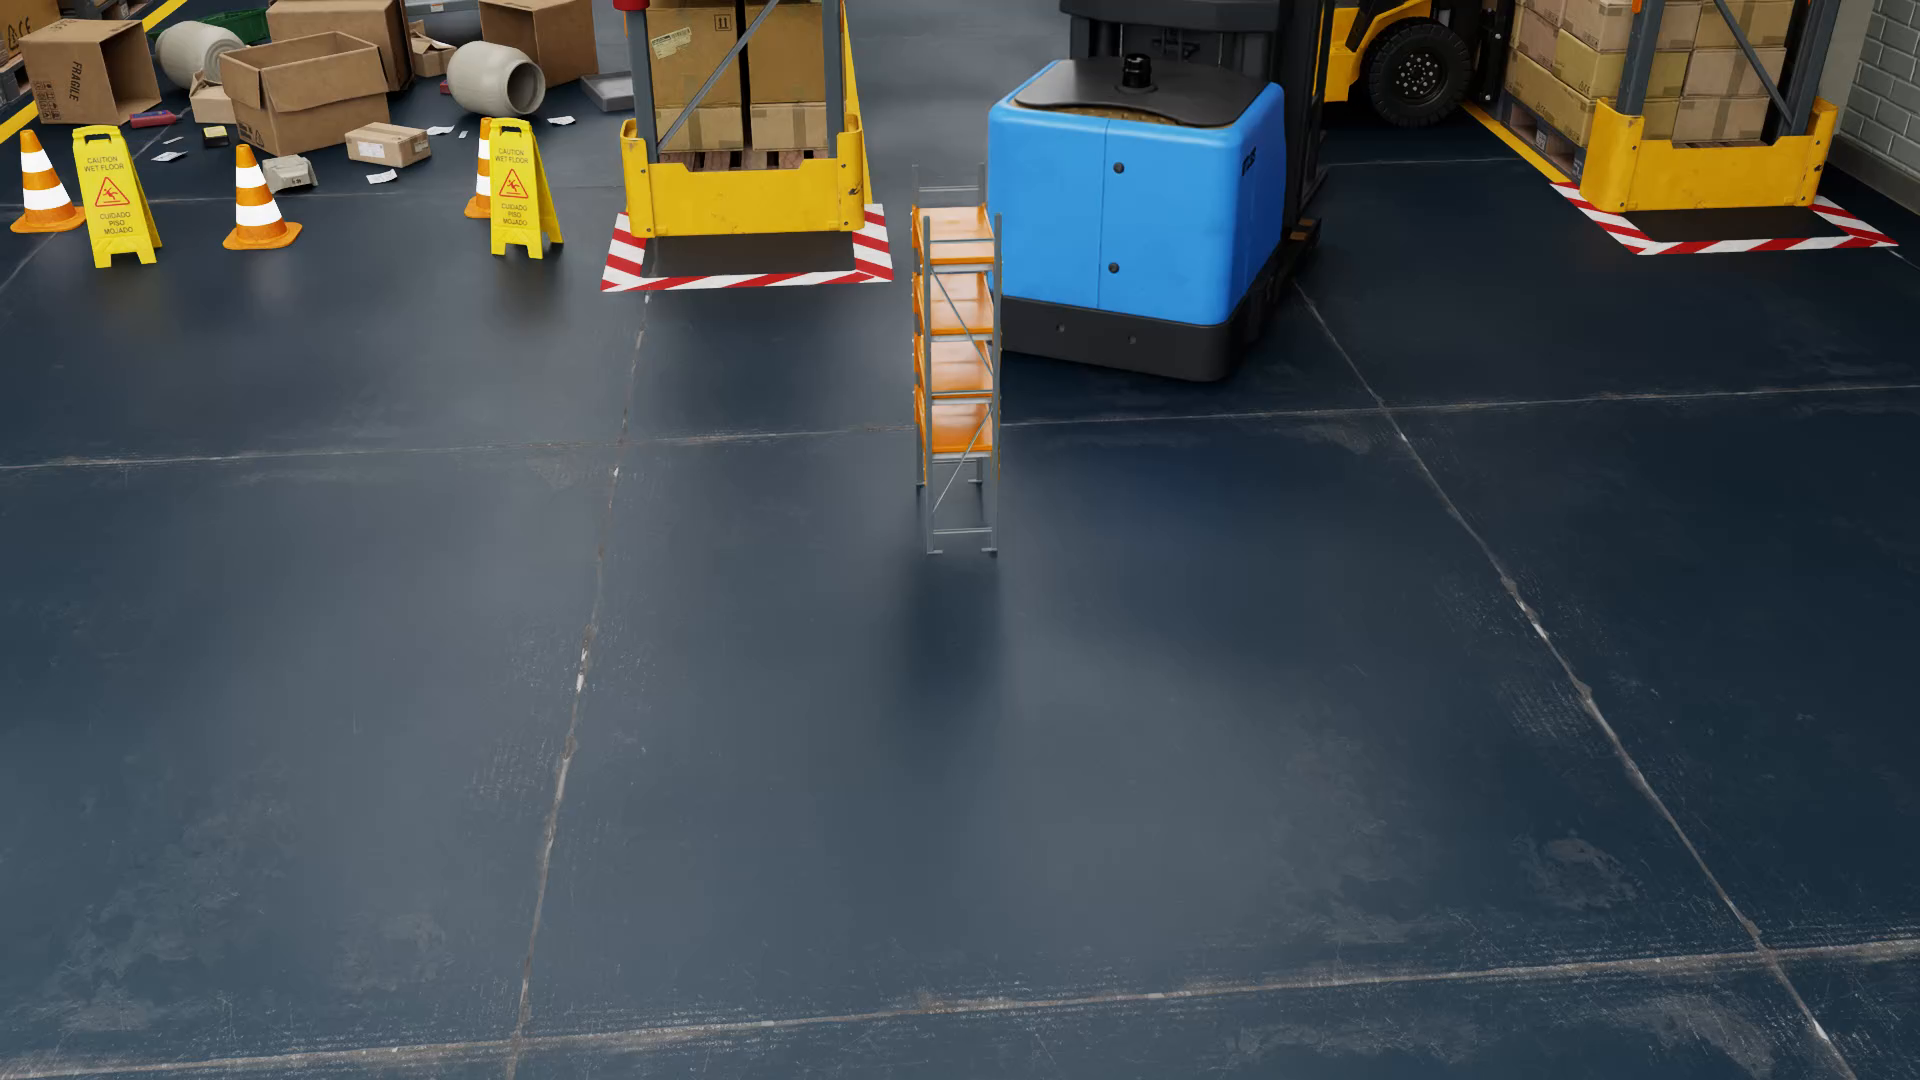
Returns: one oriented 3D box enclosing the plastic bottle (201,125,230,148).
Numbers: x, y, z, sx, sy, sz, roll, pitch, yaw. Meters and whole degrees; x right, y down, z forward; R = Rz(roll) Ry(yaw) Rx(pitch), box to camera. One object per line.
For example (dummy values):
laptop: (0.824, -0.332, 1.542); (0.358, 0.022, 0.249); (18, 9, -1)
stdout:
plastic bottle: (-4.304, -2.339, 9.606); (0.133, 0.061, 0.283); (-14, 33, -22)

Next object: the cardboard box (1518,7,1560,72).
cardboard box: (3.482, -2.808, 9.310); (0.500, 0.250, 0.500); (-3, 31, -5)

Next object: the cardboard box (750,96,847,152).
cardboard box: (-0.867, -2.289, 8.928); (0.500, 0.250, 0.500); (-3, 31, -5)

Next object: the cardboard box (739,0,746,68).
cardboard box: (-1.454, -2.848, 9.134); (0.500, 0.500, 0.500); (-2, 31, -3)

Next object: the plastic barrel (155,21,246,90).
plastic barrel: (-4.726, -3.005, 10.369); (0.512, 0.421, 0.421); (20, 36, 29)

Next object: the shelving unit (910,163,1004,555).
shelving unit: (-0.015, -0.600, 5.584); (0.258, 1.200, 0.503); (-3, 31, -5)

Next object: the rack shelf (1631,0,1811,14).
rack shelf: (3.688, -3.816, 9.914); (1.077, 0.370, 4.000); (-3, 31, -5)

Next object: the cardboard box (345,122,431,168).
cardboard box: (-3.201, -2.212, 9.308); (0.380, 0.149, 0.250); (13, 33, 21)

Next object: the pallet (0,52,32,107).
pallet: (-6.367, -3.028, 10.613); (1.003, 0.211, 1.213); (-3, 31, -5)

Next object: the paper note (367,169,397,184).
paper note: (-3.137, -1.976, 9.029); (0.148, 0.019, 0.142); (-14, 33, -22)

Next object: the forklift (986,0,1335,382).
forklift: (1.113, -2.635, 7.302); (1.130, 2.935, 3.031); (12, 33, 19)

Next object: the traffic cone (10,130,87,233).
traffic cone: (-4.622, -1.825, 8.354); (0.336, 0.463, 0.334); (-3, 31, -5)

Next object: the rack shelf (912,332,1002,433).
rack shelf: (-0.015, -0.542, 5.618); (0.258, 0.148, 0.480); (-3, 31, -5)

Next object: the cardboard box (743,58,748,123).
cardboard box: (-1.451, -2.528, 9.329); (0.500, 0.250, 0.500); (-3, 31, -4)

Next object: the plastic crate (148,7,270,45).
plastic crate: (-5.039, -3.409, 11.217); (0.450, 0.188, 0.662); (4, 30, 26)

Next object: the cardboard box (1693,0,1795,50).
cardboard box: (4.018, -2.787, 8.787); (0.500, 0.250, 0.500); (-3, 31, -5)

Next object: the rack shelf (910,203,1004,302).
rack shelf: (-0.016, -0.937, 5.382); (0.258, 0.148, 0.480); (-3, 31, -5)

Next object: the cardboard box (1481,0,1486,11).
cardboard box: (3.369, -3.326, 10.178); (0.500, 0.250, 0.500); (-3, 31, -5)

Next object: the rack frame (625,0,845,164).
rack frame: (-1.067, -2.864, 7.619); (1.000, 3.000, 0.127); (-3, 31, -5)

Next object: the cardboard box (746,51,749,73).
cardboard box: (-1.541, -3.049, 10.201); (0.500, 0.250, 0.500); (-3, 31, -5)

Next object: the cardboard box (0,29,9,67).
cardboard box: (-6.283, -3.101, 9.678); (0.875, 0.875, 0.875); (-3, 31, -4)

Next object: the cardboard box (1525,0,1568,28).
cardboard box: (3.467, -3.013, 9.166); (0.500, 0.250, 0.500); (-2, 31, -4)

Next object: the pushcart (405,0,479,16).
pushcart: (-3.706, -3.645, 11.485); (1.648, 0.377, 0.936); (-14, 33, -22)

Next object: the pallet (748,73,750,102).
pallet: (-1.226, -2.743, 10.137); (1.003, 0.211, 1.213); (-3, 31, -5)

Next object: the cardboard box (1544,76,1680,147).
cardboard box: (3.516, -2.328, 8.994); (0.500, 0.250, 0.500); (-3, 31, -4)

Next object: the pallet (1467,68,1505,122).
pallet: (3.651, -2.916, 10.426); (1.003, 0.211, 1.213); (-3, 31, -5)

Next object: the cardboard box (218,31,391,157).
cardboard box: (-3.752, -2.567, 9.557); (0.637, 0.503, 0.797); (27, 40, 37)

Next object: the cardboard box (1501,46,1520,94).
cardboard box: (3.441, -2.838, 9.848); (0.500, 0.250, 0.500); (-2, 31, -4)

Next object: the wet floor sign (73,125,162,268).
wet floor sign: (-4.012, -1.644, 7.873); (0.267, 0.644, 0.232); (-8, 32, -13)

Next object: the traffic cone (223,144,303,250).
traffic cone: (-3.465, -1.705, 8.154); (0.336, 0.463, 0.334); (-3, 31, -5)

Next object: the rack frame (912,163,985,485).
rack frame: (-0.038, -0.724, 5.792); (0.240, 1.200, 0.015); (-3, 31, -5)

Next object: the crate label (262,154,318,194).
crate label: (-3.600, -1.964, 8.904); (0.250, 0.136, 0.298); (-20, 36, -30)

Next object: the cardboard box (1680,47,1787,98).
cardboard box: (4.037, -2.568, 8.908); (0.500, 0.250, 0.500); (-2, 31, -4)

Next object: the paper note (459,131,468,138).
paper note: (-2.899, -2.368, 9.704); (0.032, 0.001, 0.123); (-3, 31, -5)

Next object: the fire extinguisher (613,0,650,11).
fire extinguisher: (-1.515, -2.750, 7.504); (0.296, 0.674, 0.183); (-3, 31, -5)

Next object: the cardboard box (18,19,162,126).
cardboard box: (-5.193, -2.802, 9.950); (0.500, 0.500, 0.500); (2, 31, 4)

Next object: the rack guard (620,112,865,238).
rack guard: (-1.074, -1.829, 8.325); (1.175, 0.500, 0.348); (-3, 31, -5)

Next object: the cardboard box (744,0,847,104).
cardboard box: (-0.870, -2.623, 8.756); (0.500, 0.500, 0.500); (-4, 31, -6)

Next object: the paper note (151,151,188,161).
paper note: (-4.438, -2.160, 9.338); (0.144, 0.017, 0.142); (8, 32, 13)

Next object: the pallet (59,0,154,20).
pallet: (-6.507, -3.810, 11.923); (1.003, 0.211, 1.213); (-3, 31, -5)

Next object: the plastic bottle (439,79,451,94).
plastic bottle: (-3.187, -2.896, 10.538); (0.133, 0.061, 0.283); (2, 31, 4)
